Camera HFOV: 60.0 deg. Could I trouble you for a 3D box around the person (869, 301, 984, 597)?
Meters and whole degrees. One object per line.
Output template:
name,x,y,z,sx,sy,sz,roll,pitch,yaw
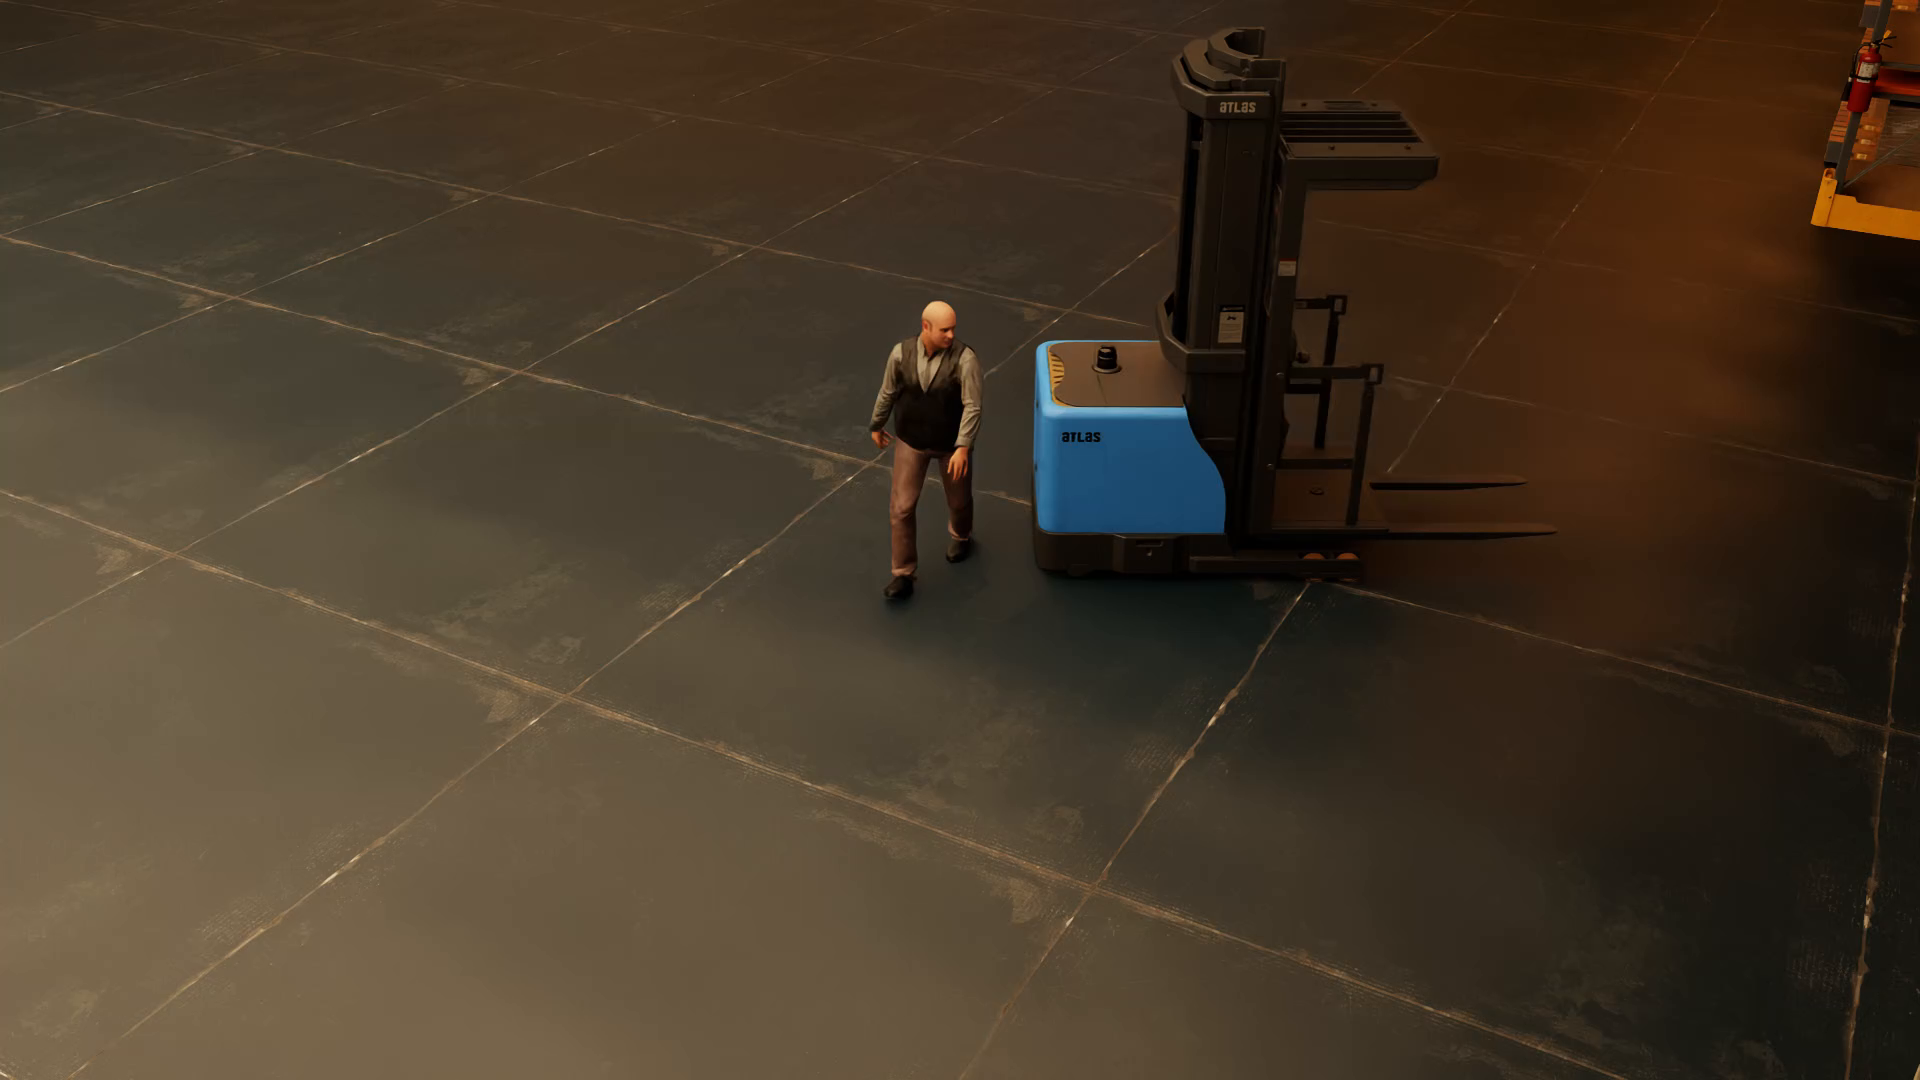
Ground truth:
person,-0.203,-0.519,9.257,0.667,1.674,0.892,4,30,7

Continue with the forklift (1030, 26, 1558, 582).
forklift,1.954,-1.293,9.311,3.031,2.935,1.130,0,30,0
